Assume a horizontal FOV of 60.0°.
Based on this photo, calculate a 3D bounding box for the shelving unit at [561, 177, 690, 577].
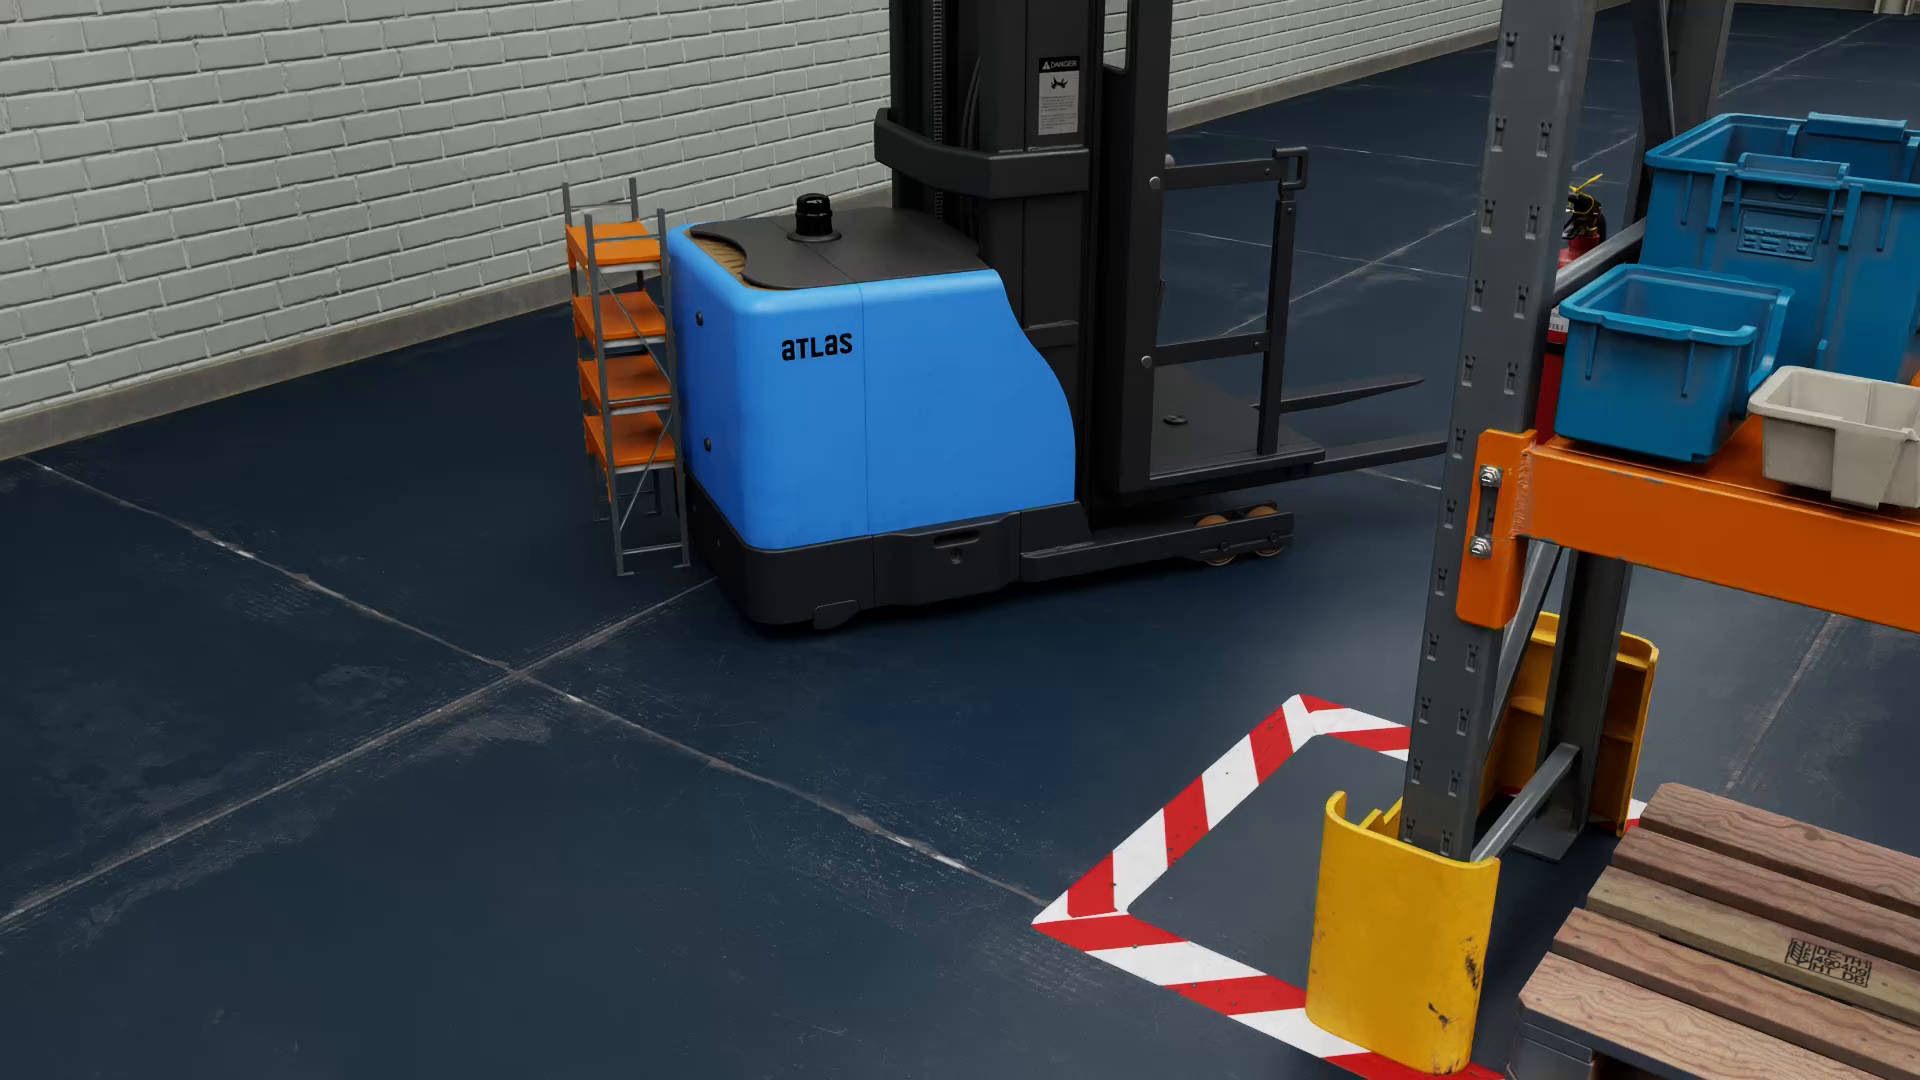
[{"bbox_3d":[-1.100,-0.538,5.483,0.258,1.200,0.503,-8,25,-18],"label":"shelving unit"}]

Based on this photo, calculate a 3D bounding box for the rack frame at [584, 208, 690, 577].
[{"bbox_3d":[-1.015,-0.446,5.273,0.240,1.200,0.015,-8,25,-18],"label":"rack frame"}]

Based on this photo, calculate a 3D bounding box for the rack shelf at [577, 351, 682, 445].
[{"bbox_3d":[-1.100,-0.476,5.510,0.258,0.148,0.480,-8,25,-18],"label":"rack shelf"}]

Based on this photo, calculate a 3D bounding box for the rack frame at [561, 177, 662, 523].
[{"bbox_3d":[-1.184,-0.630,5.692,0.240,1.200,0.015,-8,25,-18],"label":"rack frame"}]

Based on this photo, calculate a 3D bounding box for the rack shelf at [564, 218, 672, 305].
[{"bbox_3d":[-1.100,-0.898,5.324,0.258,0.148,0.480,-8,25,-18],"label":"rack shelf"}]

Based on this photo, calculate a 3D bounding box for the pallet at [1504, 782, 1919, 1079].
[{"bbox_3d":[1.852,0.969,3.289,1.213,0.211,1.003,17,29,33],"label":"pallet"}]

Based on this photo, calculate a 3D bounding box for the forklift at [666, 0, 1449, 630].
[{"bbox_3d":[0.578,-1.440,5.384,3.031,2.935,1.130,-10,26,-21],"label":"forklift"}]

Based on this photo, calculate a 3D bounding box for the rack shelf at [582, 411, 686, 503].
[{"bbox_3d":[-1.100,-0.295,5.590,0.258,0.148,0.480,-8,25,-18],"label":"rack shelf"}]

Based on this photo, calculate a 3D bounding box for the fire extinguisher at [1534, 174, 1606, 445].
[{"bbox_3d":[1.367,-0.496,3.715,0.183,0.674,0.296,17,29,33],"label":"fire extinguisher"}]

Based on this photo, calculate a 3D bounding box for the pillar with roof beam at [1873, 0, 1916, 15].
[{"bbox_3d":[8.904,-9.216,15.506,0.400,9.000,9.100,17,29,33],"label":"pillar with roof beam"}]

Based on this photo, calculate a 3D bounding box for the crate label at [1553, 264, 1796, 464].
[{"bbox_3d":[1.215,-0.304,2.853,0.303,0.233,0.416,17,29,33],"label":"crate label"}]

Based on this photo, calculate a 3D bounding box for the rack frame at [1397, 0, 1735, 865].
[{"bbox_3d":[1.215,-0.519,3.208,0.127,3.000,1.000,17,29,33],"label":"rack frame"}]

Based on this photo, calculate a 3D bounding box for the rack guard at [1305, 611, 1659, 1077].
[{"bbox_3d":[1.188,0.623,3.716,0.348,0.500,1.175,17,29,33],"label":"rack guard"}]

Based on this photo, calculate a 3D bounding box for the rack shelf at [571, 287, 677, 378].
[{"bbox_3d":[-1.100,-0.681,5.420,0.258,0.148,0.480,-8,25,-18],"label":"rack shelf"}]

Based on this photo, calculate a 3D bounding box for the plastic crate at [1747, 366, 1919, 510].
[{"bbox_3d":[1.422,-0.156,2.636,0.298,0.136,0.250,17,29,33],"label":"plastic crate"}]

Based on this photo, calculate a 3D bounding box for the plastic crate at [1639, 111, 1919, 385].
[{"bbox_3d":[1.595,-0.542,3.142,0.499,0.435,0.616,17,29,33],"label":"plastic crate"}]

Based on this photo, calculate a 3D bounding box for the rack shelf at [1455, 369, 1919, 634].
[{"bbox_3d":[2.815,0.294,2.256,4.000,0.370,1.077,17,29,33],"label":"rack shelf"}]
